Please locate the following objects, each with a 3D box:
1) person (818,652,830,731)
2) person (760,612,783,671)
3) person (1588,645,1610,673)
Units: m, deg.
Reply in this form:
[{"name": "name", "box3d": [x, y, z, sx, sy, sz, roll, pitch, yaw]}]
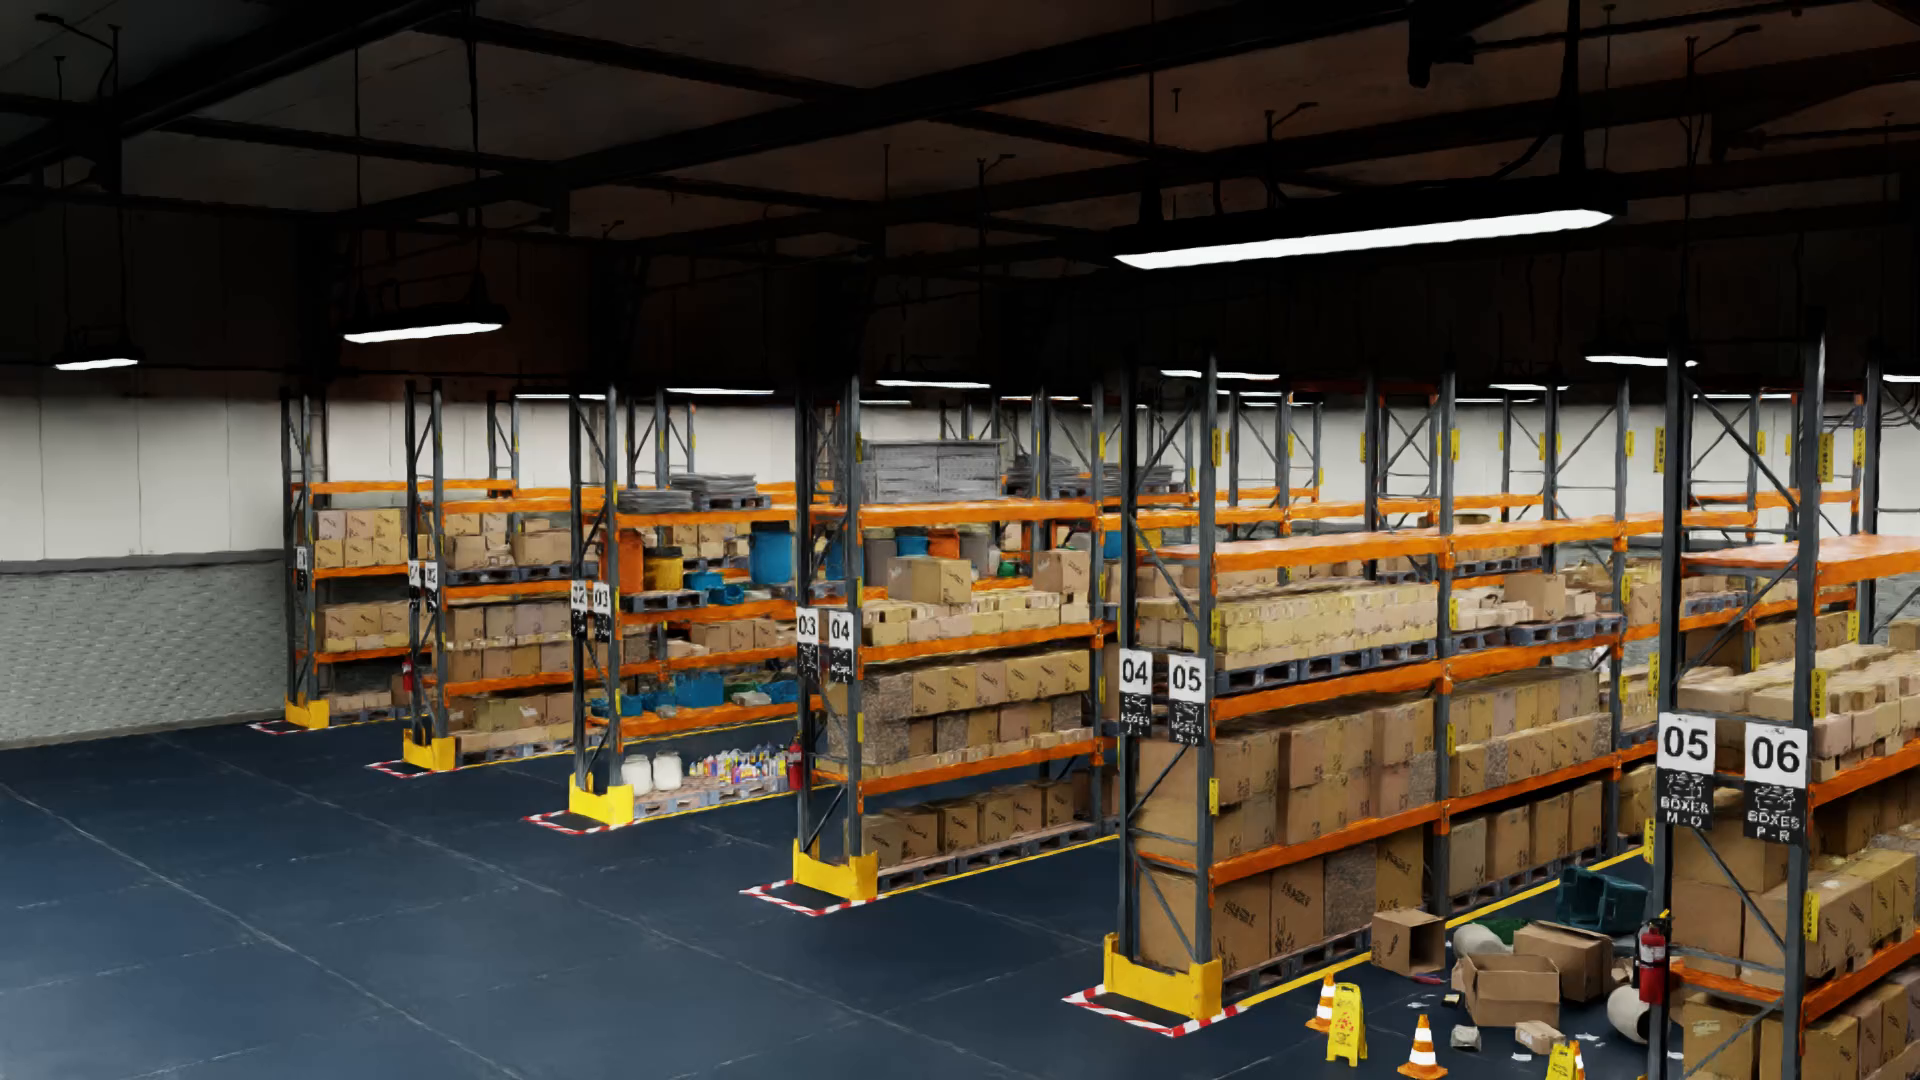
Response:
[{"name": "person", "box3d": [-2.150, 2.405, 28.986, 0.587, 1.778, 0.748, 2, 4, 23]}, {"name": "person", "box3d": [-3.863, 2.217, 34.237, 0.851, 1.512, 0.538, -3, 5, -38]}, {"name": "person", "box3d": [11.484, 2.433, 29.771, 0.692, 1.655, 0.513, 2, 4, 24]}]
